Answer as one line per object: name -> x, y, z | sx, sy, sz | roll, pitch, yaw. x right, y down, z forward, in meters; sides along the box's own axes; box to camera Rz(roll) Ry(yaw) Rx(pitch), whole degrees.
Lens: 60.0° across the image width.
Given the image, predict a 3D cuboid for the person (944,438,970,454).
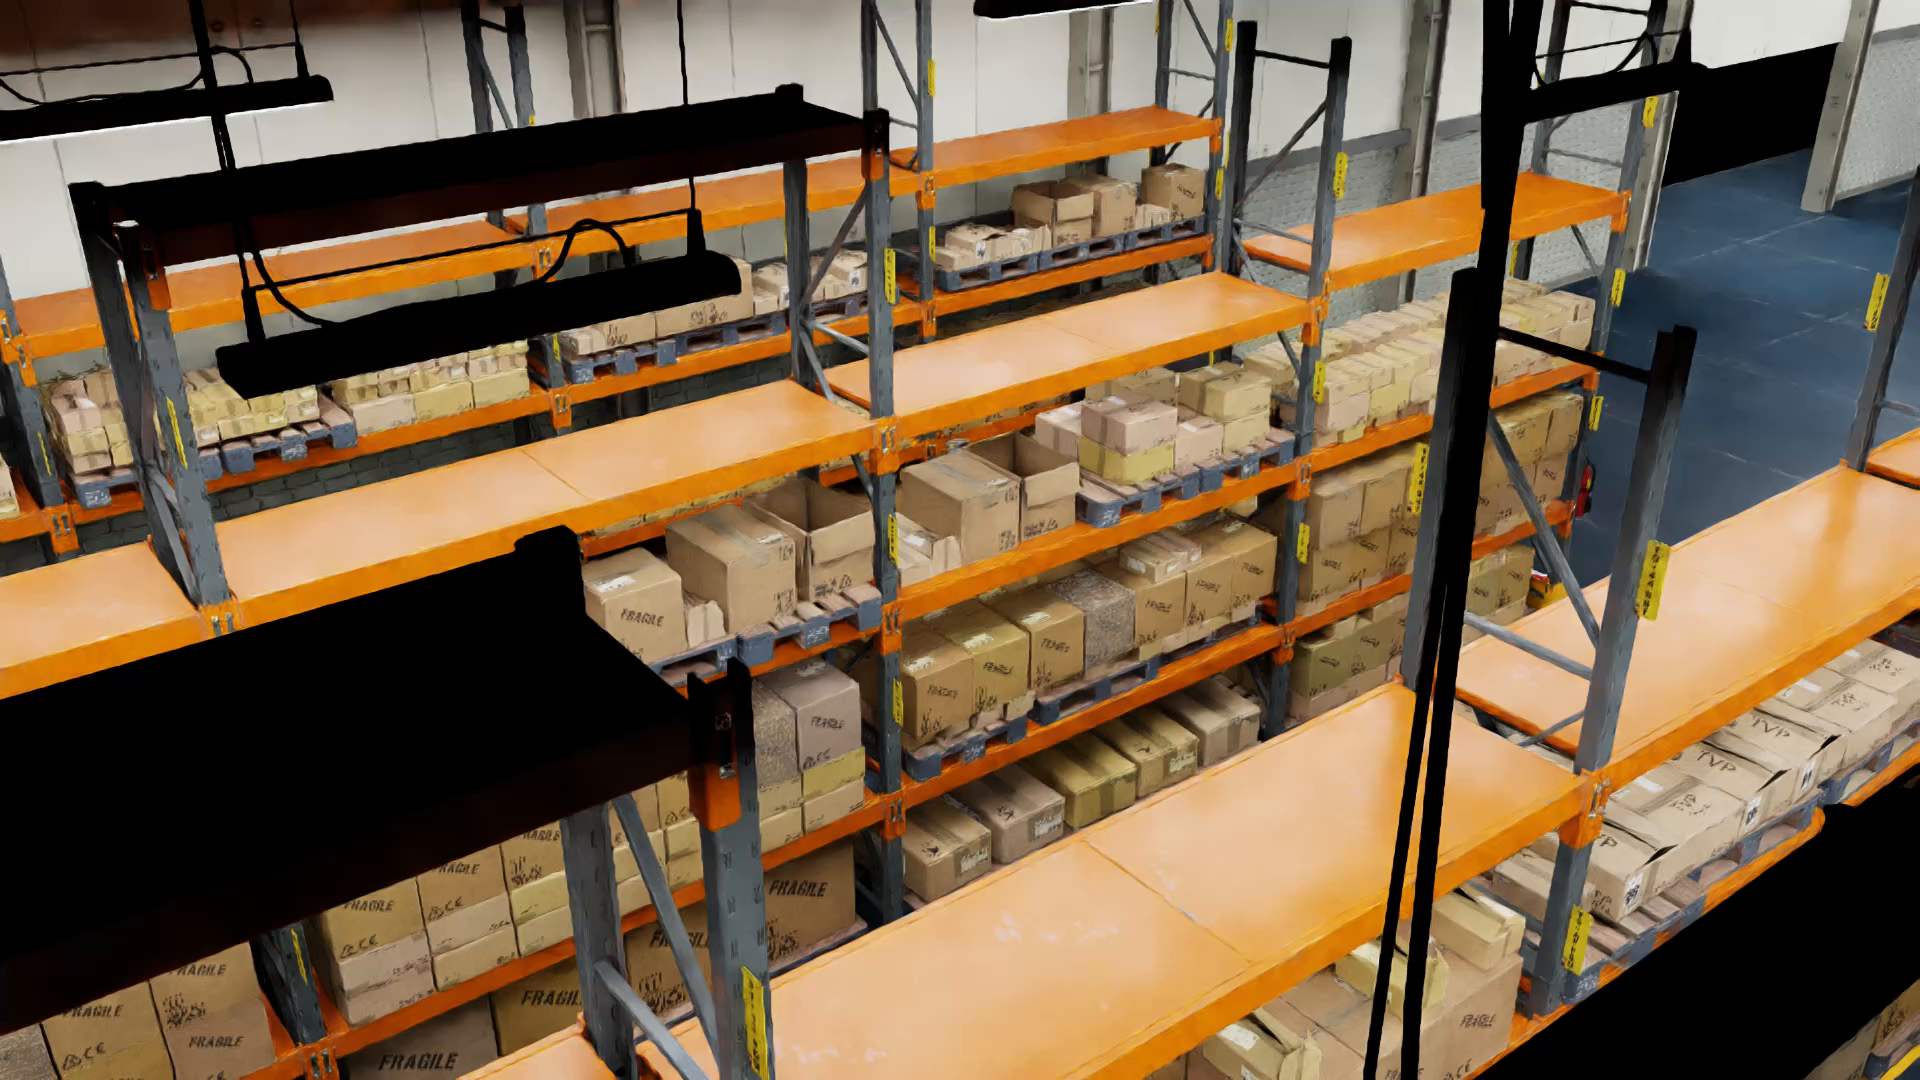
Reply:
person -> -0.002, -0.187, 16.476 | 0.647, 1.746, 0.579 | -6, 27, -12
